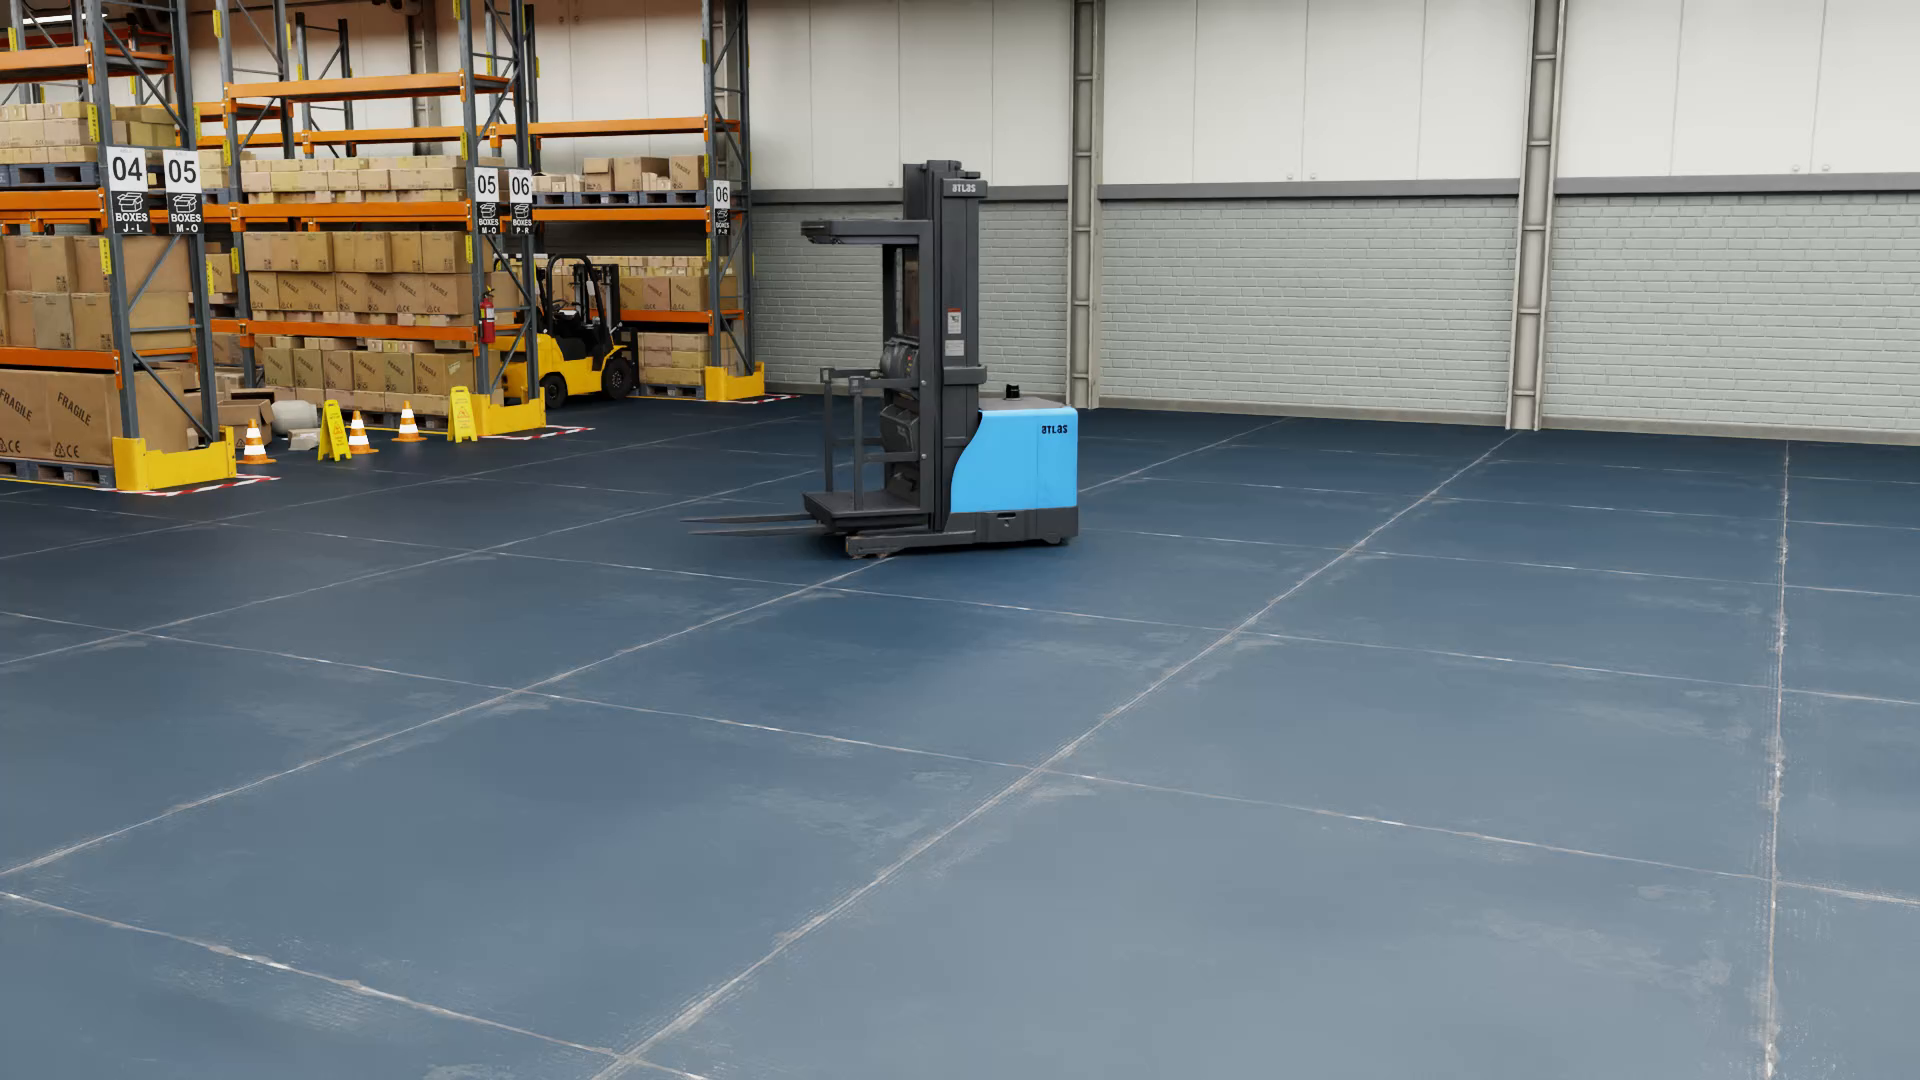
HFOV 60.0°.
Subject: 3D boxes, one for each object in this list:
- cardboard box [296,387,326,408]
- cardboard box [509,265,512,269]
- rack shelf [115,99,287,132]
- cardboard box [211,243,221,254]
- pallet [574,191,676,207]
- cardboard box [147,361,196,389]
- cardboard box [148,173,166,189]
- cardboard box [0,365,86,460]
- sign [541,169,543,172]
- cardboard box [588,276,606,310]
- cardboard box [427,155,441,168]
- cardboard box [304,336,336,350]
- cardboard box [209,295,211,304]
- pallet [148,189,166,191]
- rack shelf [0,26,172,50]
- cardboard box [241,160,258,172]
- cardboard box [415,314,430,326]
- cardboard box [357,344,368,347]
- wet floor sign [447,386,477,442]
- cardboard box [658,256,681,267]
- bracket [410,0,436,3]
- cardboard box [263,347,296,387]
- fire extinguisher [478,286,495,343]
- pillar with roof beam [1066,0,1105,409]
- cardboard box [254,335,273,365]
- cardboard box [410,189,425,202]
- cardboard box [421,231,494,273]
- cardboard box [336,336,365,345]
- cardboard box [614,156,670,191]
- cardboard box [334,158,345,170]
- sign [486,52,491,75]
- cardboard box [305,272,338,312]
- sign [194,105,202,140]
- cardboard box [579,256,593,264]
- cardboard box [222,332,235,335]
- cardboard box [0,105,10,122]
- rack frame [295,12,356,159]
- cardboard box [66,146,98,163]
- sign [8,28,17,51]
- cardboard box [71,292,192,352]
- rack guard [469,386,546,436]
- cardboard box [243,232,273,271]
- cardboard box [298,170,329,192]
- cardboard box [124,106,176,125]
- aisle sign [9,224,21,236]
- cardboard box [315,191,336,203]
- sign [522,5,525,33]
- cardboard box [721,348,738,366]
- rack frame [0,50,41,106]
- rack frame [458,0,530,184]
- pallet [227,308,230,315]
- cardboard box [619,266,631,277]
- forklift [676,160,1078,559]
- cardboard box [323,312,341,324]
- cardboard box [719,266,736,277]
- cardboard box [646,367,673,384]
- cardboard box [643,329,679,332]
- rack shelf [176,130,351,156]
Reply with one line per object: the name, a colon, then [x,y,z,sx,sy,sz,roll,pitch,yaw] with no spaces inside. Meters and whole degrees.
cardboard box: [-8.300,-1.879,21.733,0.500,0.250,0.500,6,12,29]
cardboard box: [-7.221,-4.379,26.901,0.250,0.149,0.380,5,11,25]
rack shelf: [-10.987,-5.714,22.680,4.000,0.370,1.077,5,11,26]
cardboard box: [-10.479,-4.040,23.012,0.250,0.149,0.380,6,12,29]
pallet: [-5.134,-5.222,25.485,1.213,0.211,1.003,5,11,26]
cardboard box: [-9.954,-2.012,20.815,0.500,0.500,0.500,5,11,26]
cardboard box: [-10.690,-4.868,22.527,0.500,0.250,0.500,5,11,27]
cardboard box: [-9.133,-1.315,16.860,0.875,0.875,0.875,5,11,25]
sign: [-6.756,-5.807,26.796,0.005,0.325,0.100,5,11,26]
cardboard box: [-5.347,-3.800,25.523,0.500,0.500,0.500,5,11,26]
cardboard box: [-6.255,-4.591,20.219,0.250,0.149,0.380,5,12,27]
cardboard box: [-8.237,-2.548,21.502,0.250,0.149,0.380,6,12,28]
cardboard box: [-10.006,-3.259,22.339,0.250,0.149,0.380,5,11,24]
pallet: [-10.631,-4.686,22.805,1.003,0.211,1.213,5,11,26]
rack shelf: [-15.968,-8.970,30.213,4.000,0.370,1.077,5,11,26]
cardboard box: [-9.055,-4.823,21.503,0.250,0.149,0.380,5,11,25]
cardboard box: [-6.533,-2.738,20.641,0.250,0.149,0.380,5,11,25]
cardboard box: [-8.087,-2.335,22.144,0.500,0.500,0.500,5,12,27]
wet floor sign: [-5.909,-1.496,19.685,0.267,0.644,0.232,-10,14,-43]
cardboard box: [-4.309,-4.174,24.931,0.250,0.149,0.380,5,12,27]
bracket: [-8.805,-8.939,27.246,0.430,0.232,0.235,5,11,26]
cardboard box: [-8.784,-2.289,21.889,0.500,0.500,0.500,6,12,29]
fire extinguisher: [-5.708,-2.720,20.052,0.183,0.674,0.296,5,11,26]
pillar with roof beam: [-0.163,-5.624,19.037,0.400,9.000,9.100,5,11,26]
cardboard box: [-11.977,-3.321,28.999,0.500,0.500,0.500,6,12,28]
cardboard box: [-6.511,-4.217,20.391,0.250,0.149,0.380,5,12,28]
cardboard box: [-6.161,-3.533,20.407,0.500,0.500,0.700,5,11,24]
cardboard box: [-10.034,-3.251,28.257,0.625,0.625,0.875,5,12,28]
cardboard box: [-4.792,-5.507,25.073,0.500,0.500,0.700,5,11,26]
cardboard box: [-7.625,-4.714,20.899,0.250,0.149,0.380,5,12,27]
sign: [-7.230,-7.312,25.517,0.005,0.325,0.100,5,11,26]
cardboard box: [-8.017,-3.195,21.342,0.500,0.500,0.500,5,11,25]
sign: [-7.455,-4.075,16.225,0.005,0.325,0.100,5,11,26]
cardboard box: [-5.656,-4.302,25.641,0.250,0.149,0.380,5,11,26]
cardboard box: [-12.772,-3.711,29.332,0.250,0.149,0.380,5,12,28]
cardboard box: [-9.068,-4.095,16.018,0.250,0.149,0.380,5,11,26]
rack frame: [-10.588,-7.216,27.833,0.127,3.000,1.000,5,11,26]
cardboard box: [-8.154,-3.622,15.644,0.250,0.149,0.380,5,11,26]
sign: [-13.023,-6.872,22.862,0.005,0.325,0.100,5,11,26]
cardboard box: [-8.059,-2.138,16.198,0.550,0.550,0.875,5,11,26]
rack guard: [-5.675,-1.616,20.758,0.348,0.500,1.175,5,11,26]
cardboard box: [-8.895,-3.774,21.736,0.500,0.500,0.700,5,11,25]
cardboard box: [-8.010,-4.545,21.084,0.500,0.250,0.500,5,11,26]
cardboard box: [-7.864,-4.120,16.154,0.250,0.149,0.380,5,11,26]
aisle sign: [-17.953,-6.132,31.389,0.004,0.787,0.394,5,11,26]
cardboard box: [-7.905,-4.329,21.008,0.250,0.149,0.380,5,11,25]
sign: [-5.366,-6.378,20.356,0.005,0.325,0.100,5,11,26]
cardboard box: [-3.743,-2.803,25.435,0.500,0.250,0.500,5,12,27]
rack frame: [-17.762,-7.846,31.316,0.127,3.000,1.000,5,11,26]
rack frame: [-5.606,-5.792,19.968,0.127,3.000,1.000,5,11,26]
pallet: [-10.987,-3.227,23.176,1.213,0.211,1.003,5,11,26]
cardboard box: [-5.010,-4.082,25.258,0.250,0.149,0.380,5,11,26]
forklift: [-0.650,-1.407,12.772,3.031,2.935,1.130,-3,11,-17]
cardboard box: [-7.910,-2.854,21.280,0.250,0.149,0.380,5,11,26]
cardboard box: [-3.603,-4.070,25.194,0.250,0.149,0.380,5,11,24]
cardboard box: [-4.416,-2.514,25.242,0.500,0.250,0.500,5,11,26]
cardboard box: [-4.654,-3.127,25.820,0.500,0.250,0.500,5,11,25]
rack shelf: [-12.381,-6.823,28.803,4.000,0.370,1.077,5,11,26]
